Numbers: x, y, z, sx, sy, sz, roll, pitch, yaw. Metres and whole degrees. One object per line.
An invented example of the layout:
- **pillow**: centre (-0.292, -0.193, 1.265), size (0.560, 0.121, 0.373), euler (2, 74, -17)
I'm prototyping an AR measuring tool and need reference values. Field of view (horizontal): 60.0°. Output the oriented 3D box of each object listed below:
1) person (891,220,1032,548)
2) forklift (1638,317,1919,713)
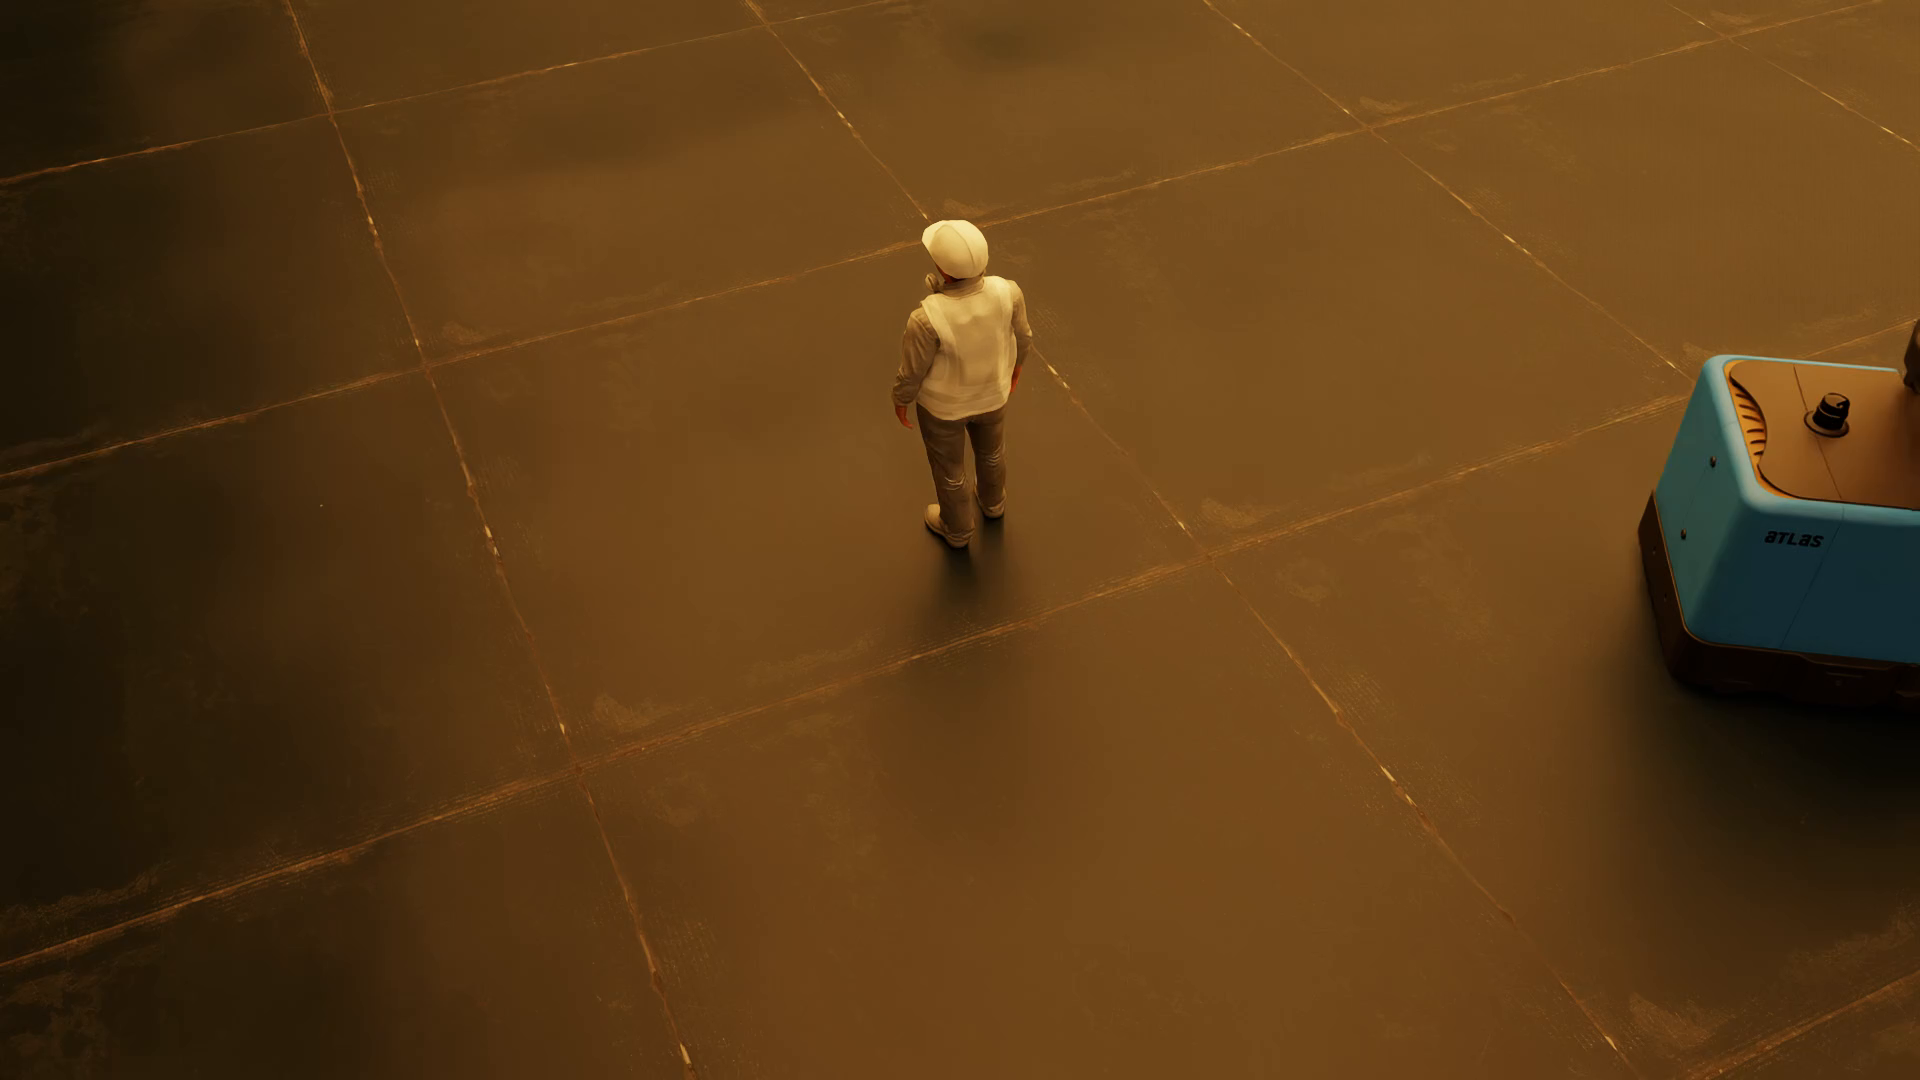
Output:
- **person**: centre (-0.020, -0.695, 7.262), size (0.634, 1.775, 0.566), euler (-18, 46, -18)
- **forklift**: centre (4.599, -0.618, 6.342), size (3.031, 2.935, 1.130), euler (6, 43, 6)
